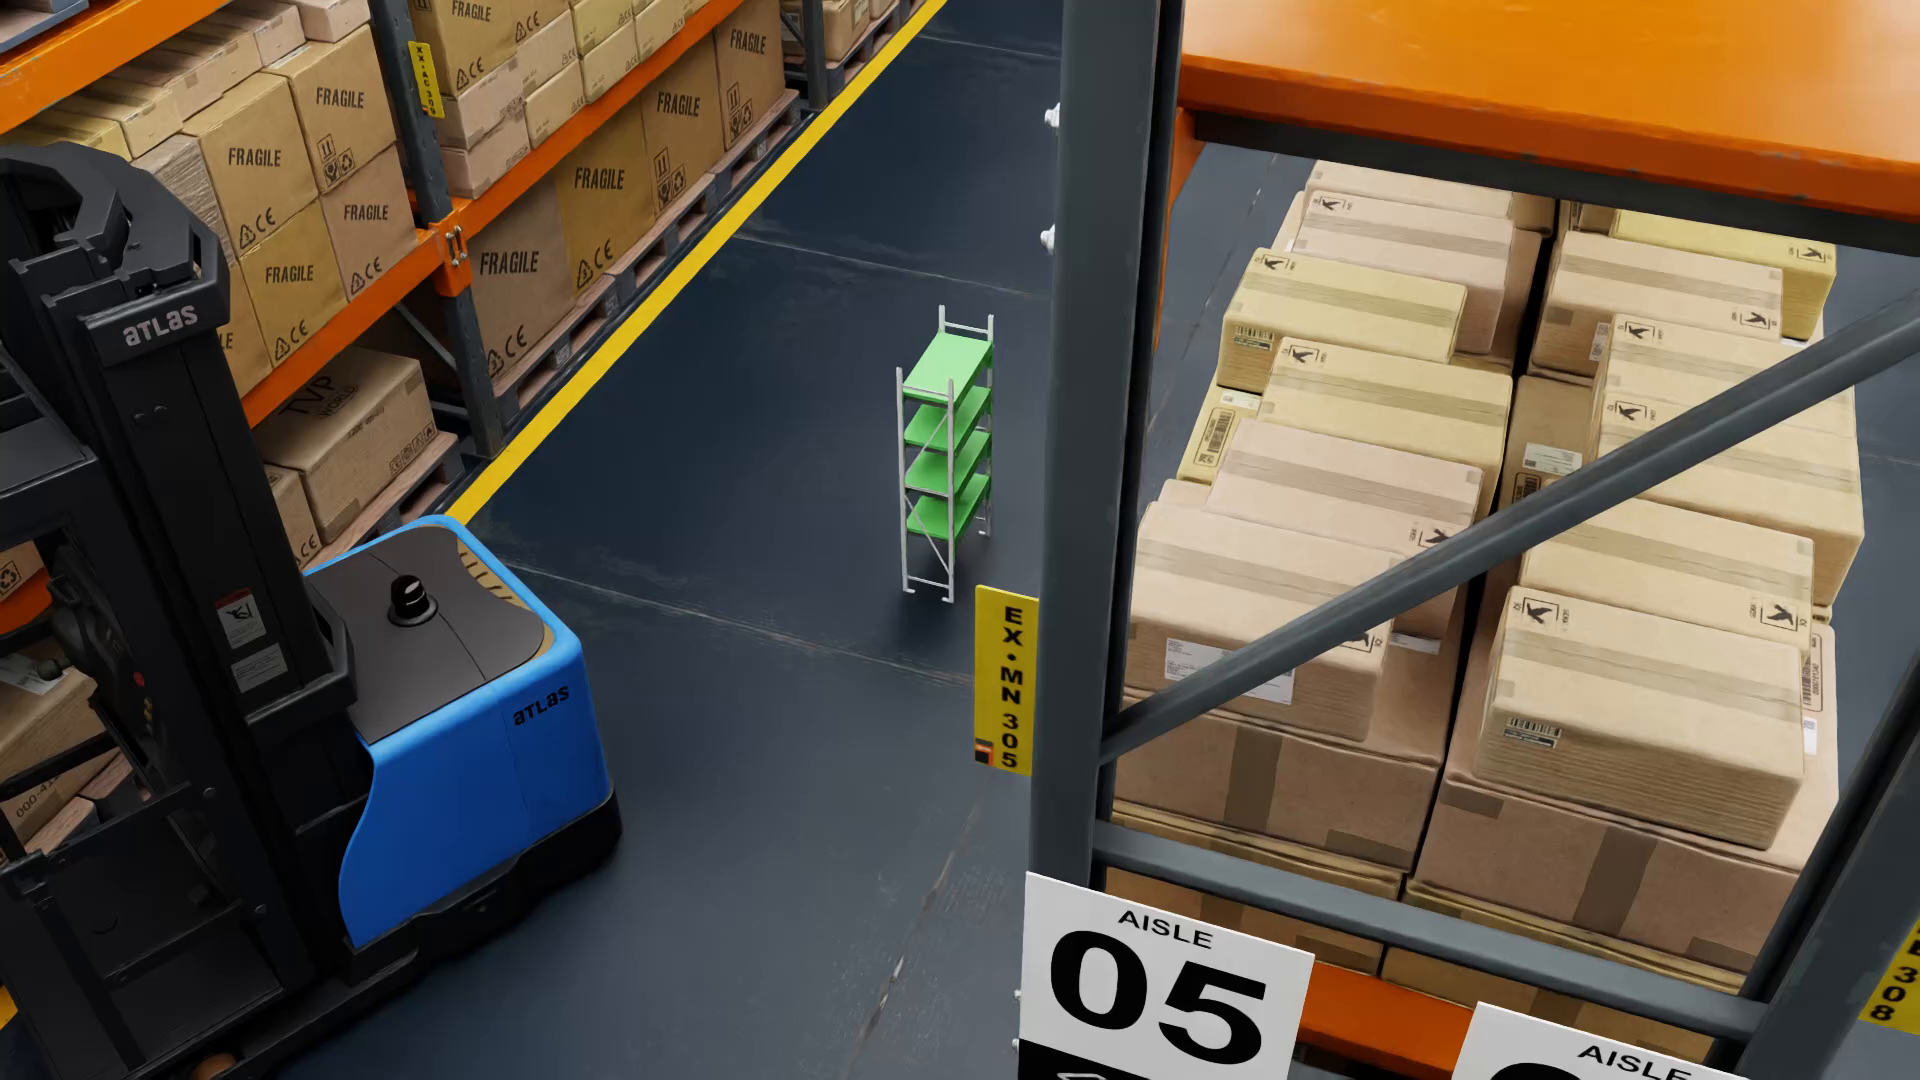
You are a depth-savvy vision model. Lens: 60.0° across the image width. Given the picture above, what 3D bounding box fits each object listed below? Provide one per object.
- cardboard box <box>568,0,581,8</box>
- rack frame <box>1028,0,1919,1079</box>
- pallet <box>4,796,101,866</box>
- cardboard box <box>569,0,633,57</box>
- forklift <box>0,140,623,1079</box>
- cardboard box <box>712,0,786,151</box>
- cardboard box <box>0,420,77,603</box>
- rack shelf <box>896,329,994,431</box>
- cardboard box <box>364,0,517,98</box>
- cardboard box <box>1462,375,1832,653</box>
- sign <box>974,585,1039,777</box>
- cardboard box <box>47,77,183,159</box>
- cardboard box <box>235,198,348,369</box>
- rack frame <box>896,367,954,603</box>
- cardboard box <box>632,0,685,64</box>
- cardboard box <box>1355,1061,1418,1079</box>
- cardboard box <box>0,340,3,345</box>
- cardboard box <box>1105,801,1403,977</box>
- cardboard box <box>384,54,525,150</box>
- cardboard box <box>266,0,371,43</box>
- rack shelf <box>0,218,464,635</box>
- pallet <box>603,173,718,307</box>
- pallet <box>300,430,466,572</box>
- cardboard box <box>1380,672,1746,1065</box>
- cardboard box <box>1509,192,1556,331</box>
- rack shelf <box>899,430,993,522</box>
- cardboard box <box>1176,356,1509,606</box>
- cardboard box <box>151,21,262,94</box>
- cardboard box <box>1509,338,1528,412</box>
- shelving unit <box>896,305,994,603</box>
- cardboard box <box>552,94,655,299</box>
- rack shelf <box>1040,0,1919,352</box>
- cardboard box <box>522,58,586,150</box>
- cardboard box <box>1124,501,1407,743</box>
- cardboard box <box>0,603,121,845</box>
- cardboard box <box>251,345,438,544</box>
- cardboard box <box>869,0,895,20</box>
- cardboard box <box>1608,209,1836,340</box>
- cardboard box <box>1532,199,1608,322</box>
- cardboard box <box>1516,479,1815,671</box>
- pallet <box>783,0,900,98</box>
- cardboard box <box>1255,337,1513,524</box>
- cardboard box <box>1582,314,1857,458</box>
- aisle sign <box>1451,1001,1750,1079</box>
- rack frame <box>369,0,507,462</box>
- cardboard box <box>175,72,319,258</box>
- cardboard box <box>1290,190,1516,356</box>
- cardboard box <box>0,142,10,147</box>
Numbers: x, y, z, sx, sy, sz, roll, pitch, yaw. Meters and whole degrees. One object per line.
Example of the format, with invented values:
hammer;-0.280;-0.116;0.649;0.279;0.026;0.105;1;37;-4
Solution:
cardboard box;-1.994;-2.917;7.964;0.500;0.500;0.500;12;42;14
rack frame;0.582;-0.478;1.330;1.000;3.000;0.127;13;42;15
pallet;-3.904;1.323;5.990;1.003;0.211;1.213;13;42;15
cardboard box;-1.972;-2.637;8.214;0.500;0.250;0.500;14;42;16
forklift;-2.716;0.449;4.920;3.031;2.935;1.130;-30;49;-30
cardboard box;-1.683;-3.060;10.293;0.875;0.875;0.875;13;42;15
cardboard box;-3.333;-0.120;5.457;0.500;0.500;0.500;13;42;15
rack shelf;-0.057;-0.672;6.926;0.258;0.148;0.480;13;42;15
cardboard box;-2.316;-2.295;7.235;0.500;0.500;0.500;14;42;16
cardboard box;1.154;0.002;2.810;0.500;0.250;0.500;13;42;15
sign;0.067;0.191;2.175;0.100;0.325;0.005;13;42;15
cardboard box;-2.951;-1.473;5.772;0.380;0.149;0.250;13;42;15
cardboard box;-2.826;-1.055;6.553;0.500;0.500;0.500;12;42;14
rack frame;-0.140;-0.207;7.021;0.240;1.200;0.015;13;42;15
cardboard box;-1.793;-2.753;8.734;0.500;0.250;0.500;13;42;14
cardboard box;0.985;1.058;3.076;0.500;0.500;0.500;13;42;15
cardboard box;-3.334;-0.513;5.146;0.500;0.500;0.500;13;42;15
cardboard box;0.489;0.384;2.746;0.500;0.250;0.500;12;42;14
cardboard box;-2.321;-2.011;7.480;0.500;0.250;0.500;12;42;14
cardboard box;-2.543;-2.079;6.482;0.380;0.149;0.250;12;42;14
rack shelf;-3.420;-0.179;6.156;1.077;0.370;4.000;13;42;15
pallet;-2.128;-1.845;9.704;1.003;0.211;1.213;13;42;15
pallet;-3.070;-0.165;7.734;1.003;0.211;1.213;13;42;15
cardboard box;0.976;0.504;2.607;0.500;0.250;0.500;15;43;17
cardboard box;1.035;-0.736;3.675;0.500;0.250;0.500;12;42;13
rack shelf;-0.057;-0.307;7.237;0.258;0.148;0.480;13;42;15
cardboard box;0.674;-0.119;2.952;0.500;0.250;0.500;12;42;14
cardboard box;-2.829;-1.792;6.146;0.380;0.149;0.250;13;42;15
cardboard box;1.324;-0.134;3.354;0.500;0.250;0.500;12;42;14
shelving unit;-0.057;-0.355;7.196;0.258;1.200;0.503;13;42;15
cardboard box;-2.298;-1.972;9.017;0.875;0.875;0.875;14;43;16
rack shelf;1.266;-1.422;2.994;1.077;0.370;4.000;13;42;15
cardboard box;-2.162;-2.141;8.017;0.500;0.250;0.500;12;42;14
cardboard box;0.419;0.111;2.375;0.380;0.149;0.250;13;42;15
cardboard box;-3.668;0.598;6.342;0.875;0.438;0.875;14;43;16
cardboard box;-3.052;-0.498;7.627;0.875;0.438;0.875;13;42;14
cardboard box;-0.921;-4.066;11.859;0.950;0.372;0.625;13;42;14
cardboard box;1.424;-0.538;3.135;0.380;0.149;0.250;15;43;16
cardboard box;1.509;-0.613;3.530;0.500;0.250;0.500;12;42;13
cardboard box;1.010;0.080;2.411;0.380;0.149;0.250;15;43;17
pallet;-1.100;-3.527;11.675;1.003;0.211;1.213;13;42;15
cardboard box;0.683;-0.175;2.709;0.380;0.149;0.250;12;42;14
cardboard box;1.256;-0.217;2.759;0.380;0.149;0.250;14;42;16
aisle sign;0.839;0.927;2.303;0.394;0.787;0.004;13;42;15
rack frame;-2.737;-1.672;7.352;1.000;3.000;0.127;13;42;15
cardboard box;-2.820;-1.434;6.226;0.500;0.500;0.500;13;42;14
cardboard box;0.815;-0.501;3.092;0.380;0.149;0.250;12;42;14
cardboard box;-3.109;-1.160;5.405;0.380;0.149;0.250;13;42;15
